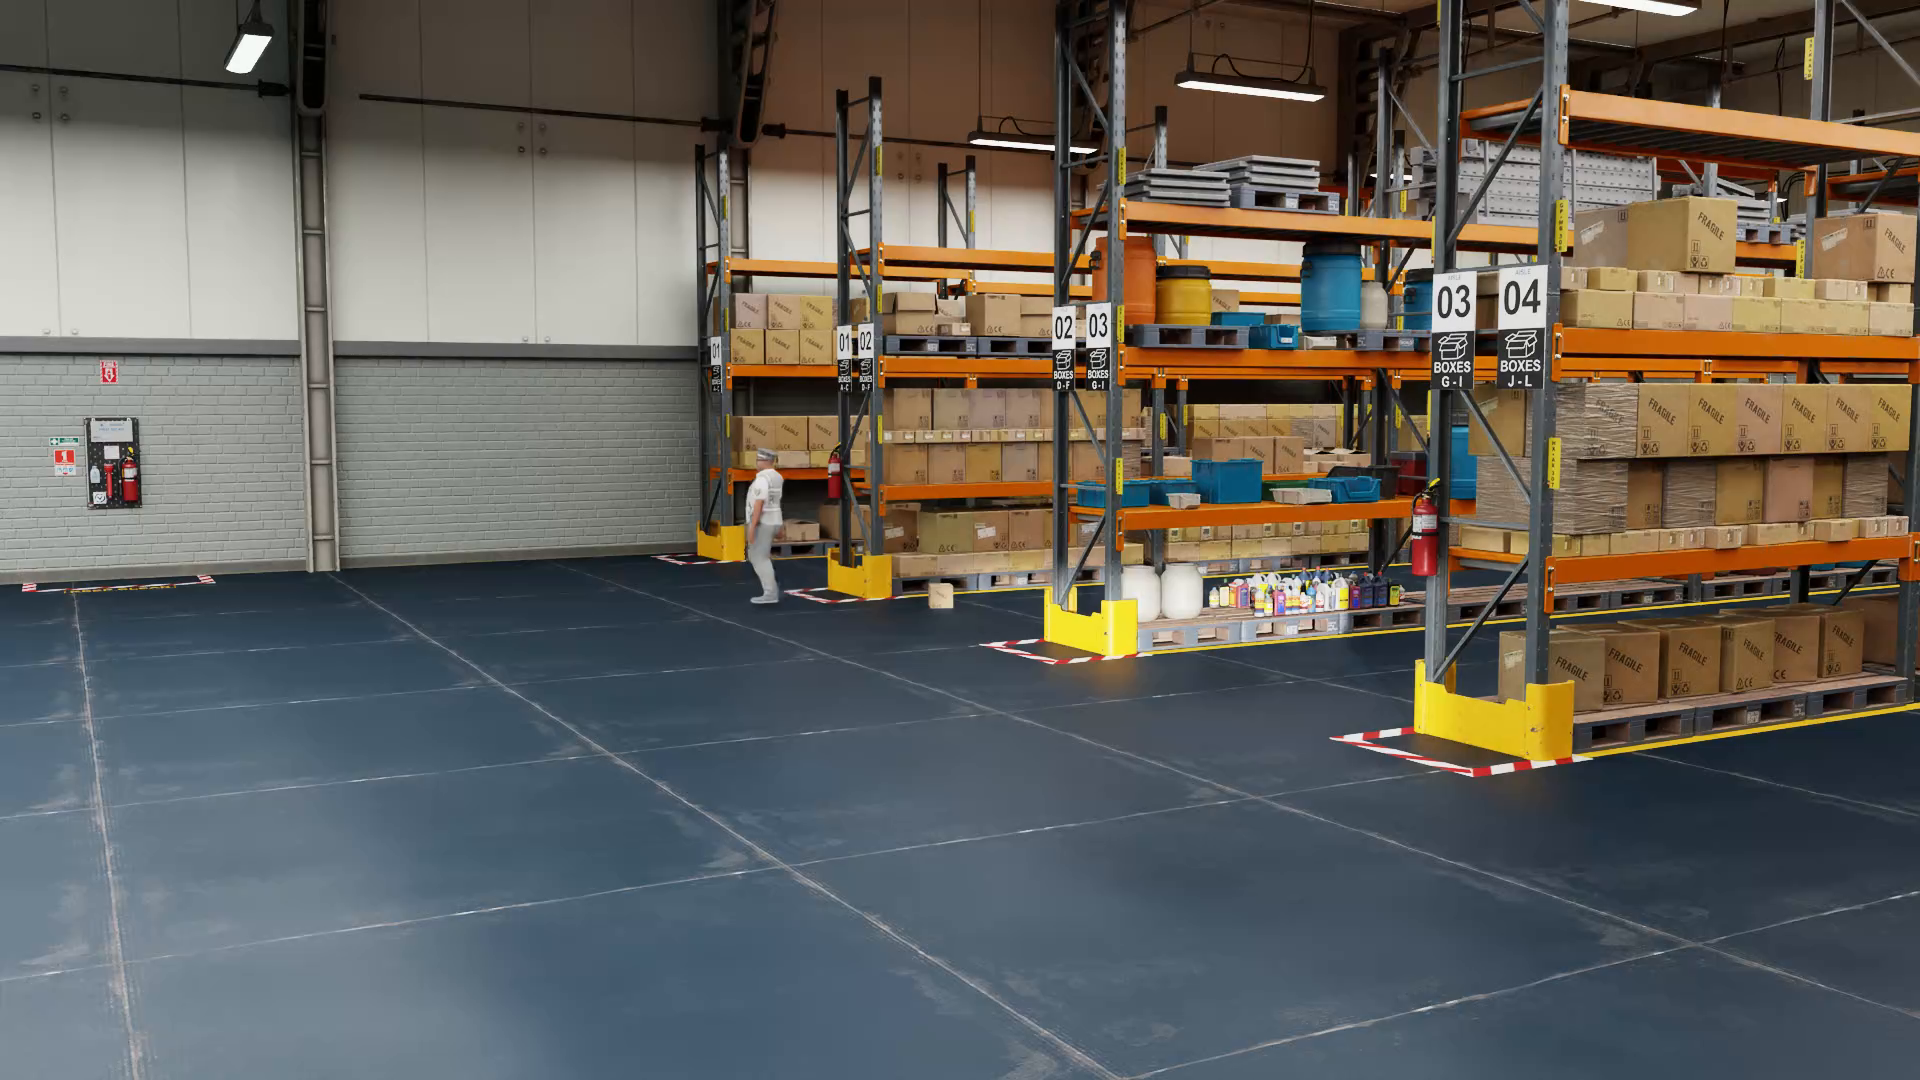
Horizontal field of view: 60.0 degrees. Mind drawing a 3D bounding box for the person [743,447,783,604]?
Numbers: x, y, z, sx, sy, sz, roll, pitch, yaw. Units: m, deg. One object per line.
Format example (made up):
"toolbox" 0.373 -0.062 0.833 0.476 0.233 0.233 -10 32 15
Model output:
"person" -2.243 -0.142 18.725 0.464 1.819 0.577 1 5 15
